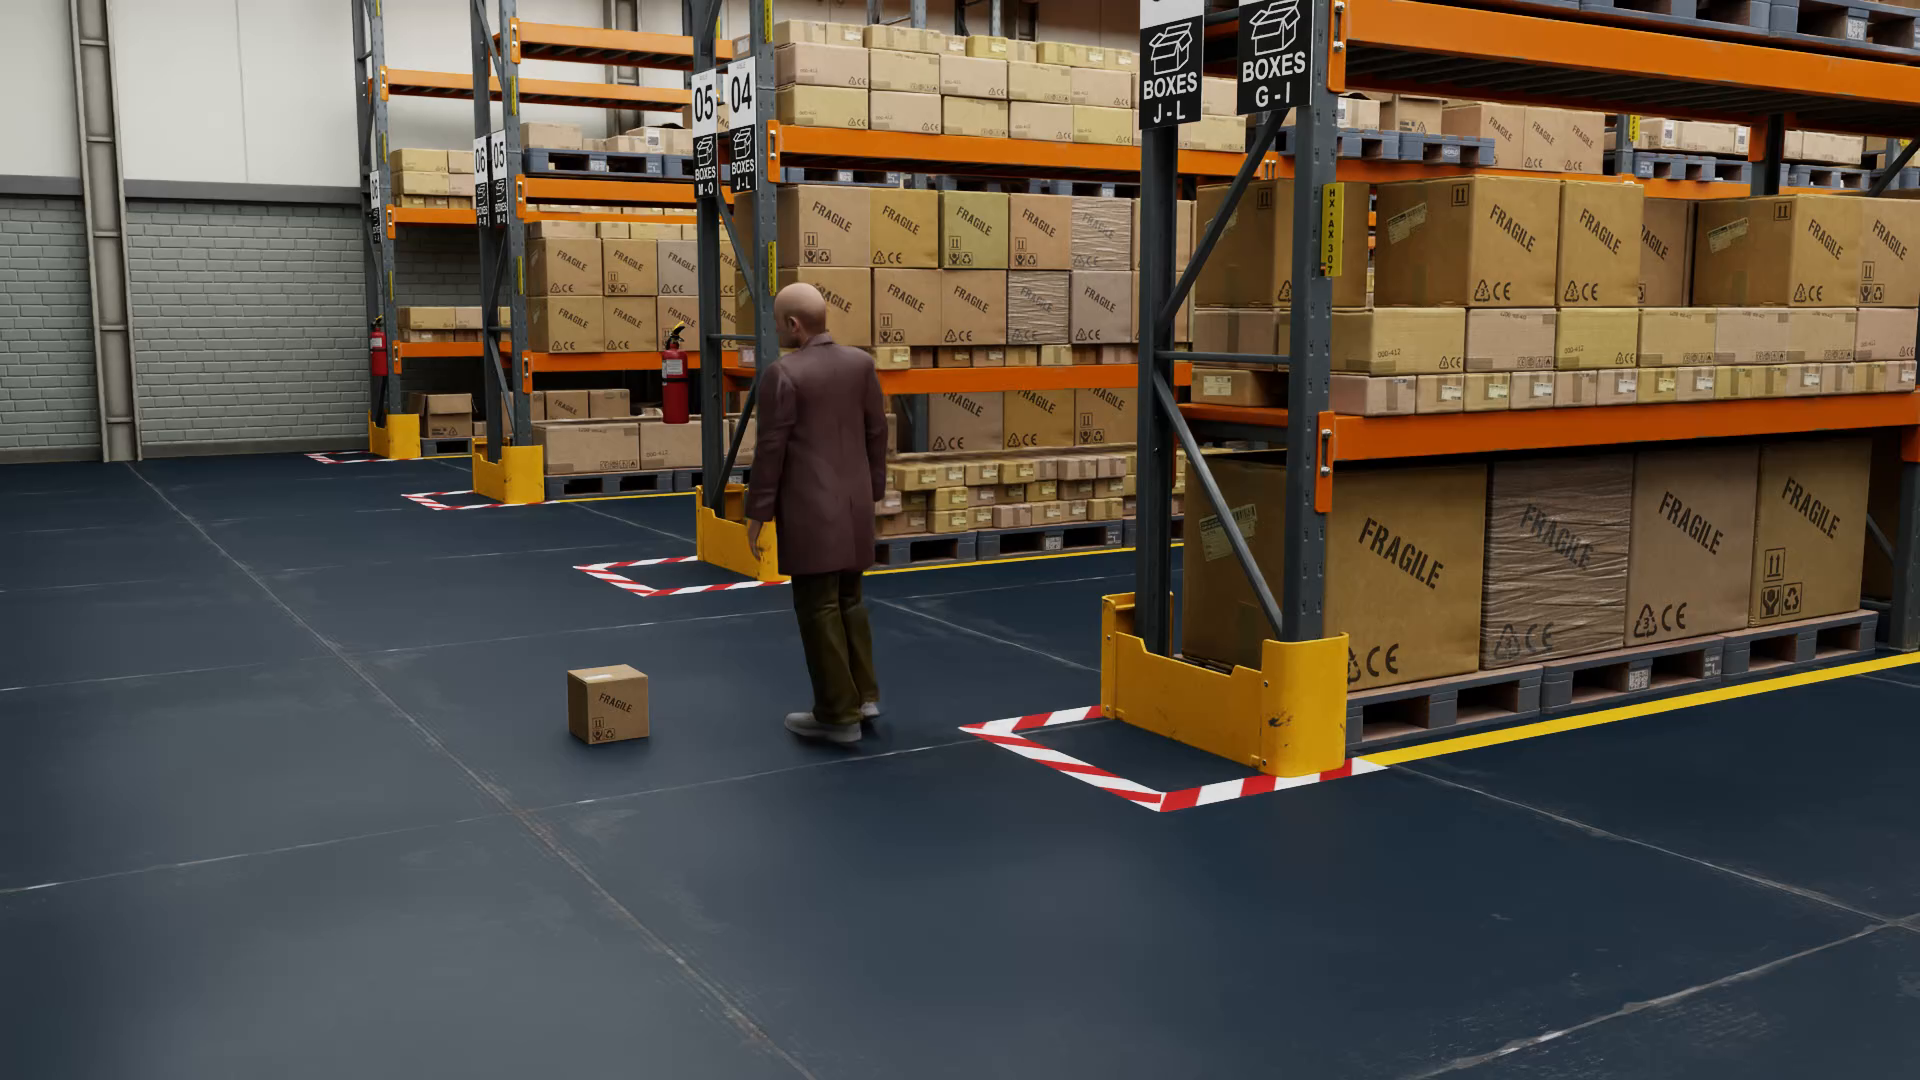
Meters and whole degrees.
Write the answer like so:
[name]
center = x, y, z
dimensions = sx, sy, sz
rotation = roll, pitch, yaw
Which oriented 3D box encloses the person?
[person]
center = -0.529, -0.088, 6.512
dimensions = 0.456, 1.818, 0.652
rotation = 8, 11, 44
